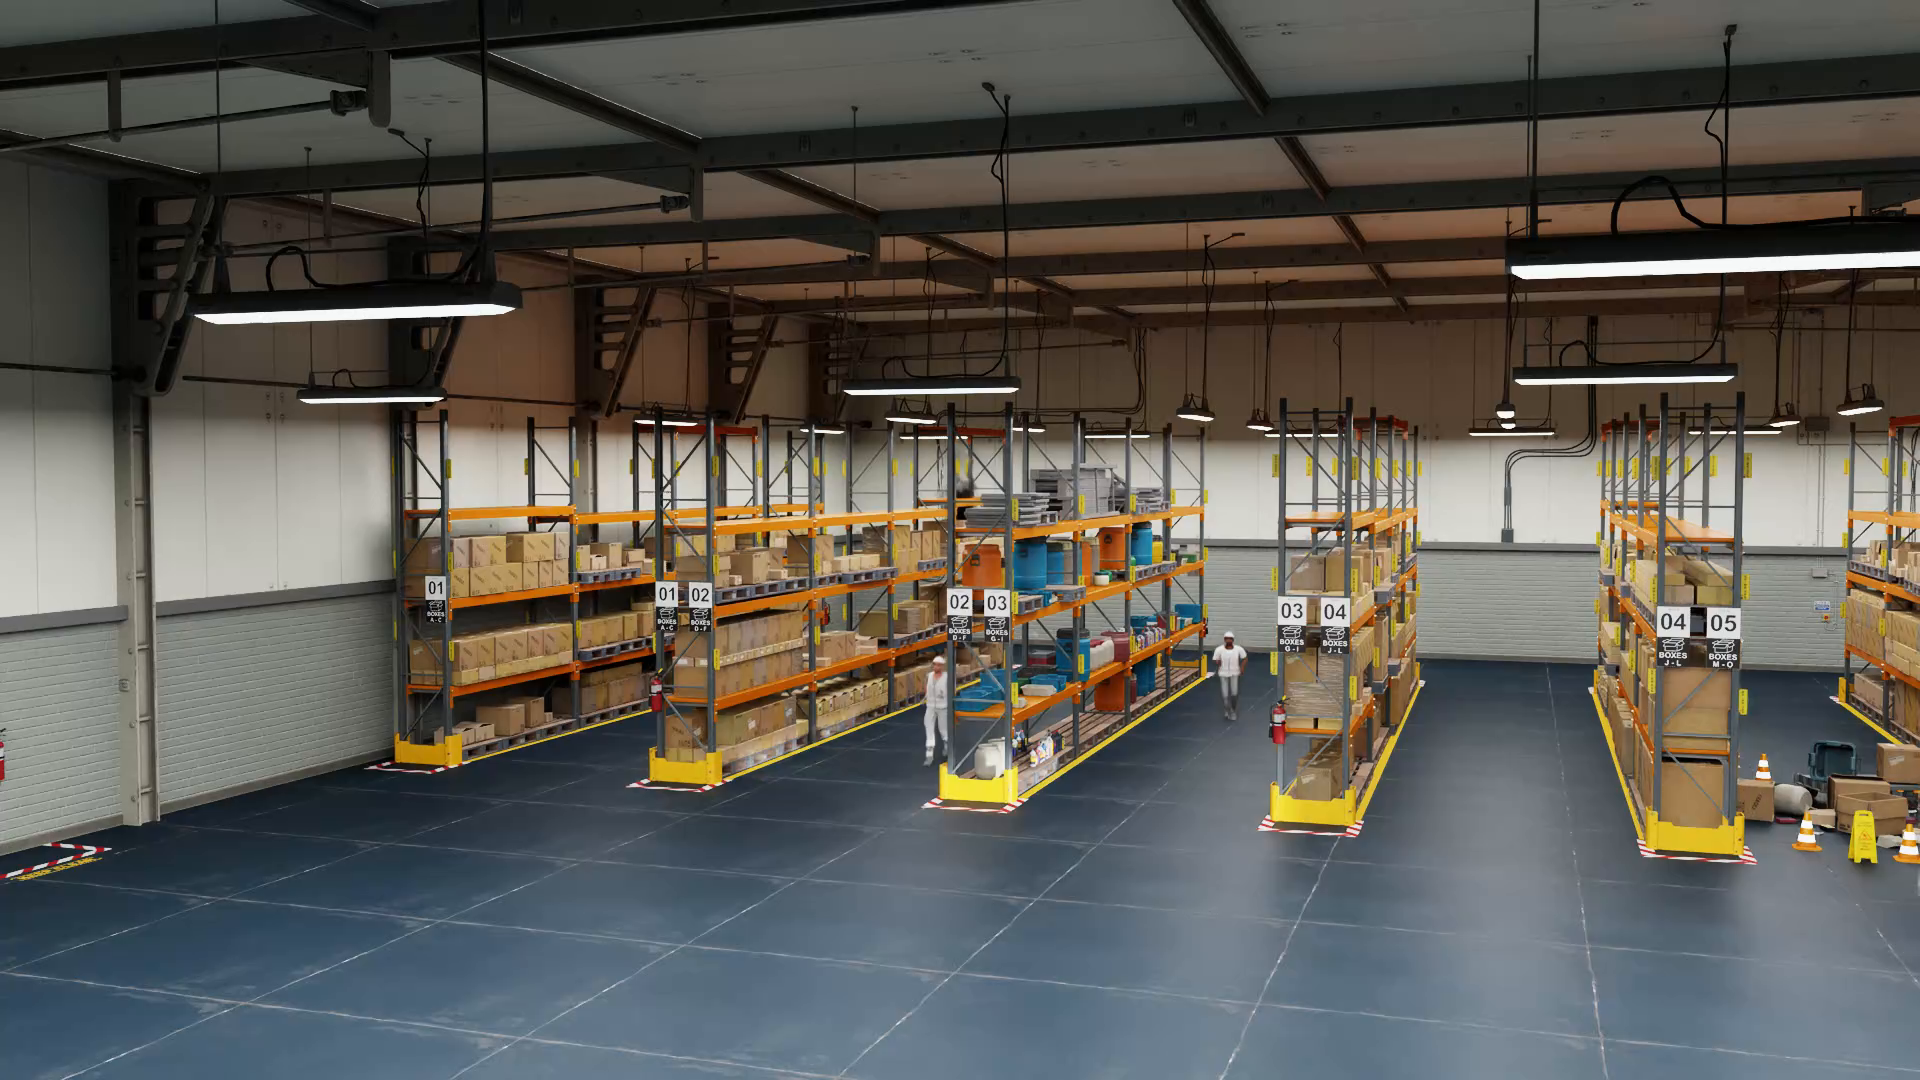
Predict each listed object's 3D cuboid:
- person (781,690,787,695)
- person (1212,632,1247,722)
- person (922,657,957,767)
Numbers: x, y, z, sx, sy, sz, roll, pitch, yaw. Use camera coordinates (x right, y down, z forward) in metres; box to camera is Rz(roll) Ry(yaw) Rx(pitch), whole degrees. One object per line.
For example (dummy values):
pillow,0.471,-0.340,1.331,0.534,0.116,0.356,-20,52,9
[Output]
person,-3.829,2.694,34.622,0.602,1.659,0.517,1,3,17
person,5.344,2.715,32.987,0.676,1.783,0.661,1,2,12
person,-0.364,2.878,28.246,0.651,1.807,0.979,1,3,18
